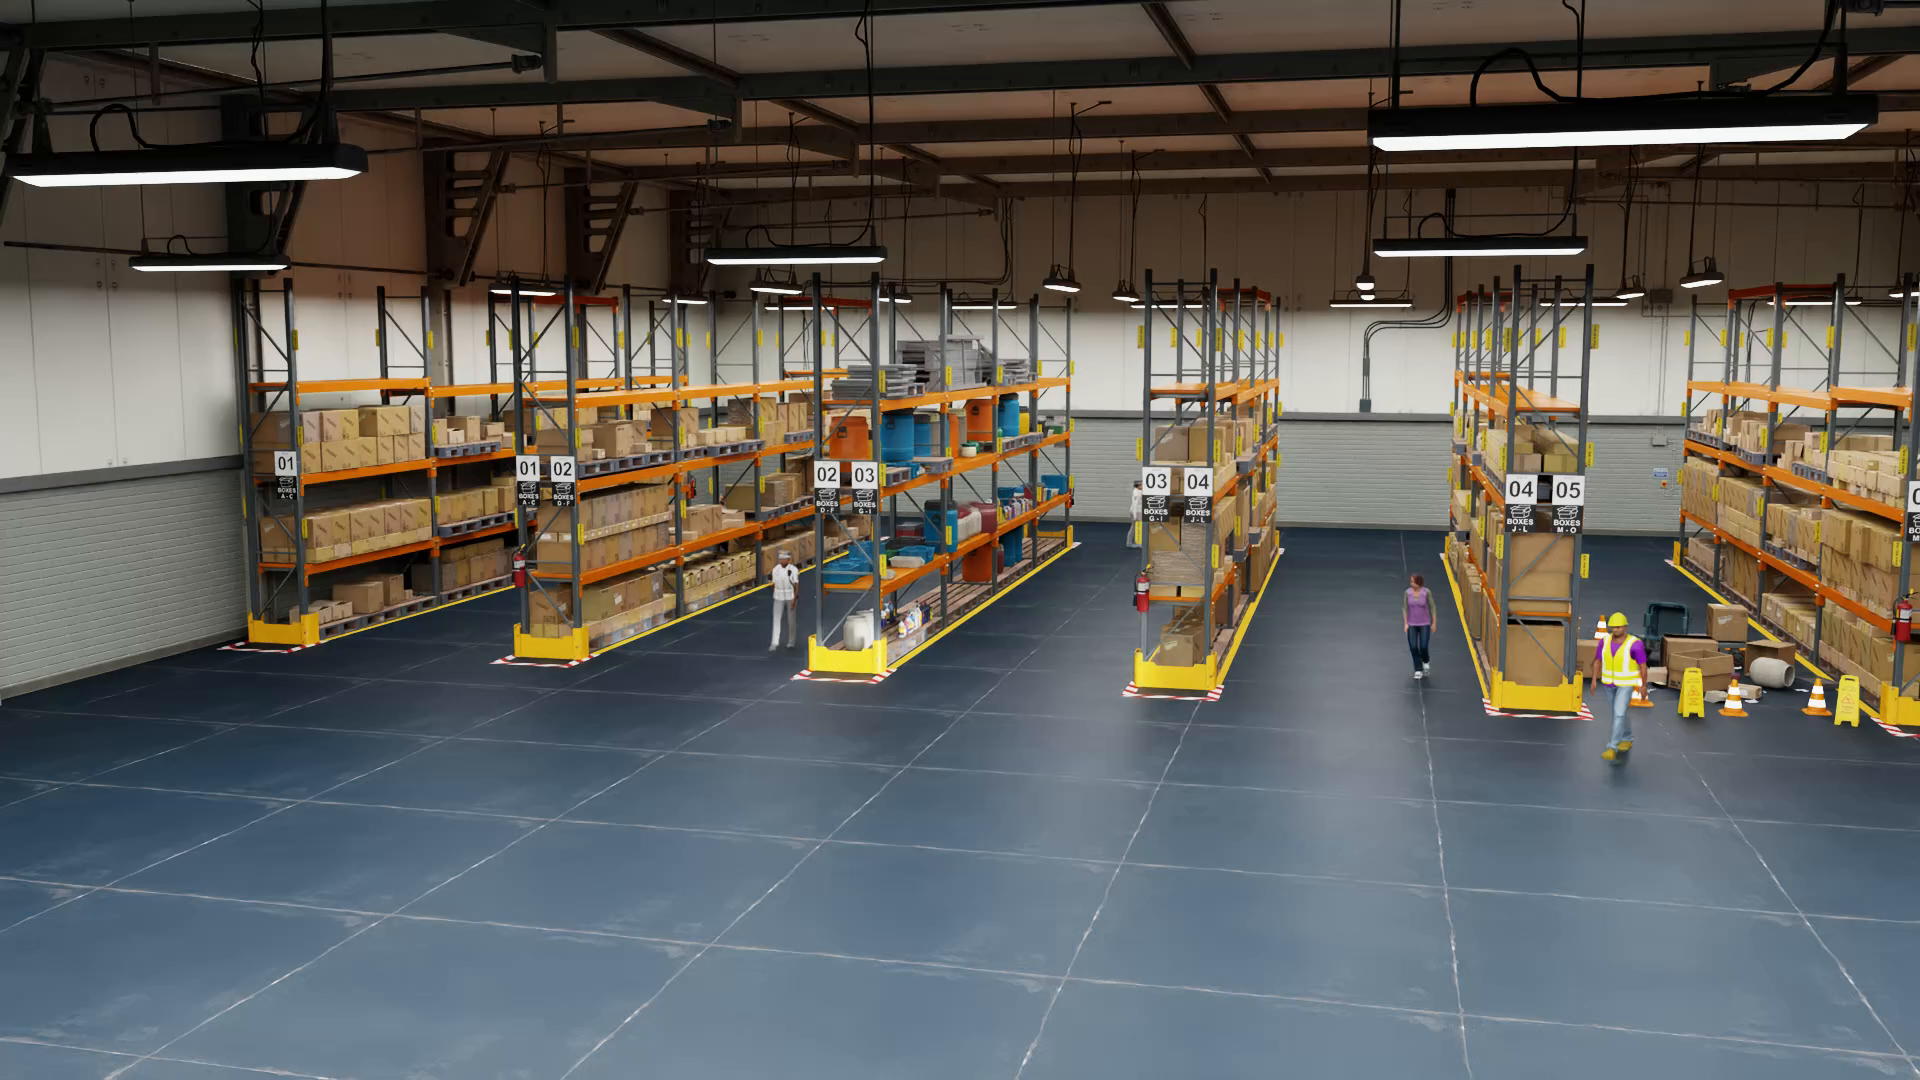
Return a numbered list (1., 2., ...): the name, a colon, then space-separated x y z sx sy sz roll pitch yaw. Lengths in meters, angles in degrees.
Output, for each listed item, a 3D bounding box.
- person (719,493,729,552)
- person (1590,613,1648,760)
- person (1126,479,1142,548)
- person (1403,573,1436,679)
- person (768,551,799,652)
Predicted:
1. person: -5.355 -0.306 37.871 0.572 1.558 0.746 3 7 23
2. person: 7.878 1.731 19.989 0.996 1.714 0.596 -5 8 -36
3. person: 4.293 -0.620 40.161 0.547 1.703 0.522 0 7 4
4. person: 6.837 1.269 24.737 0.499 1.578 0.456 4 8 28
5. person: -2.834 0.967 26.786 0.473 1.623 0.970 0 7 -1
